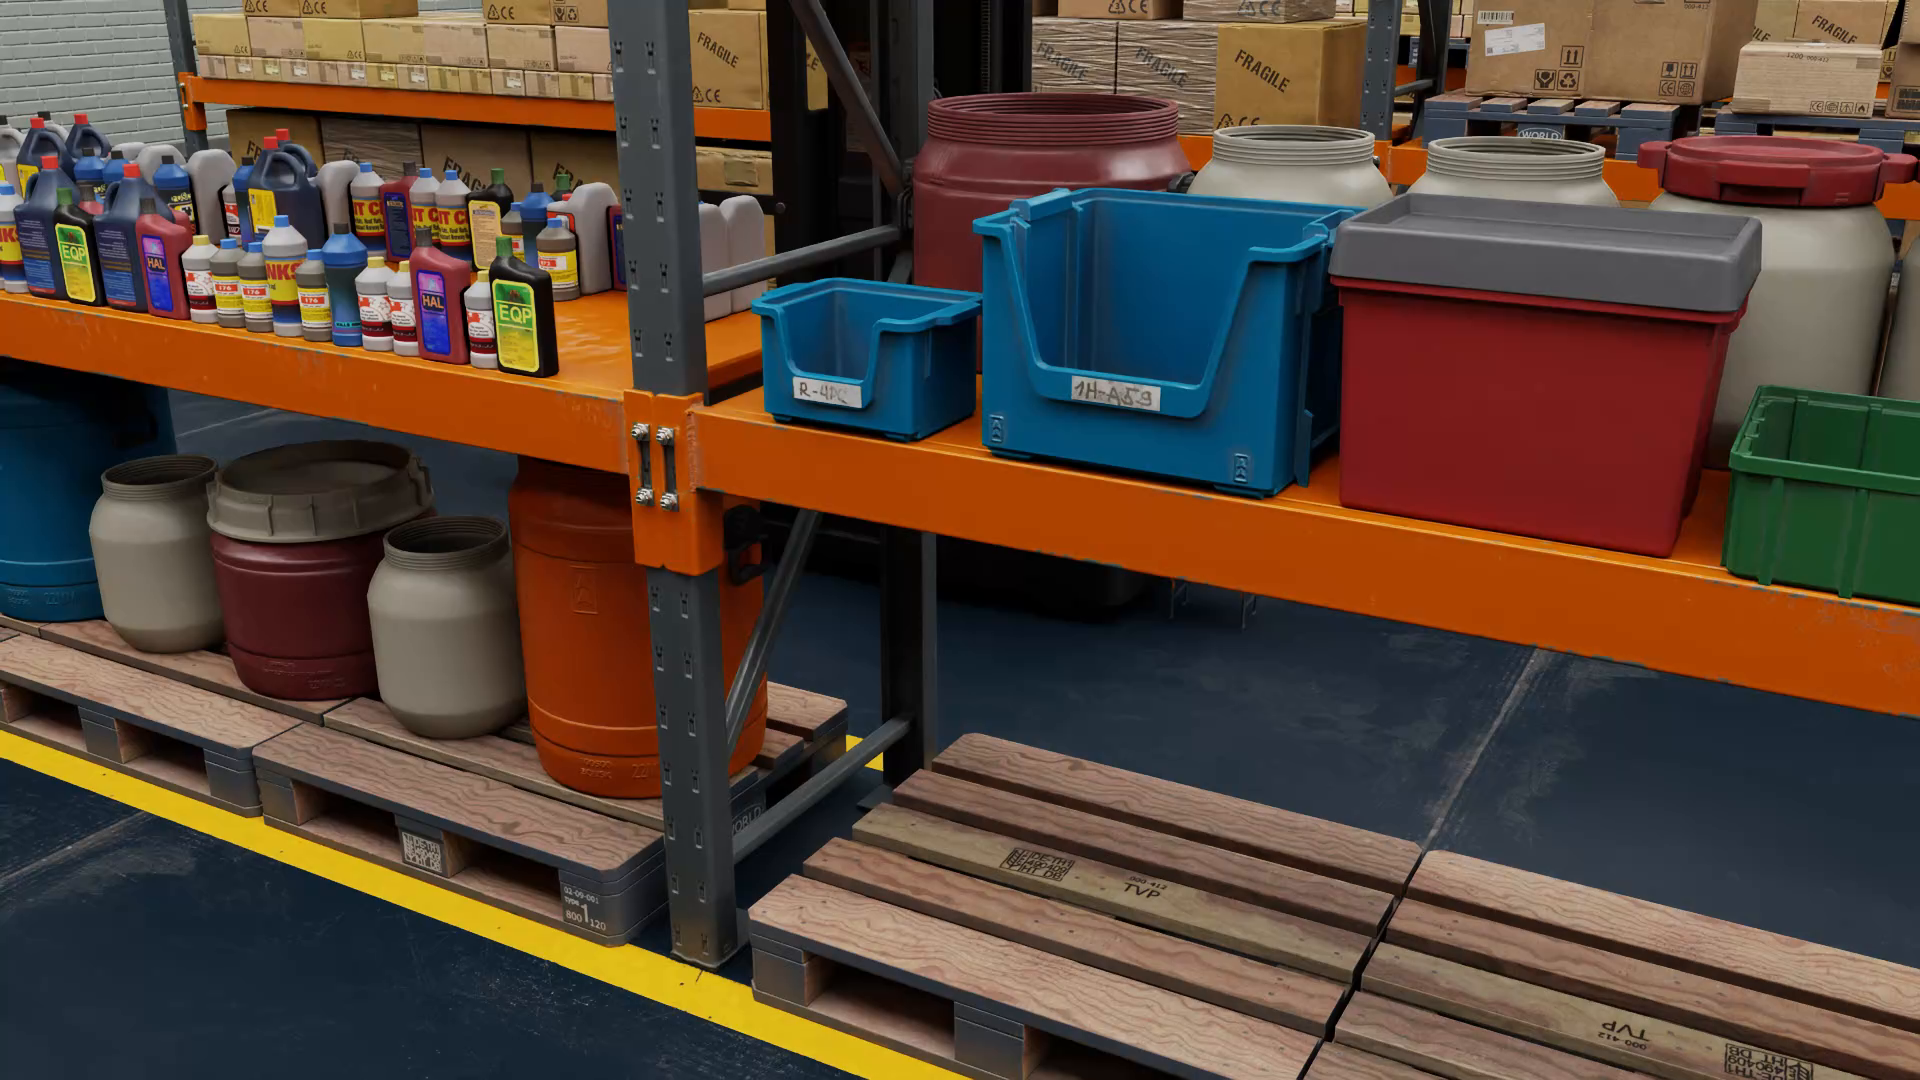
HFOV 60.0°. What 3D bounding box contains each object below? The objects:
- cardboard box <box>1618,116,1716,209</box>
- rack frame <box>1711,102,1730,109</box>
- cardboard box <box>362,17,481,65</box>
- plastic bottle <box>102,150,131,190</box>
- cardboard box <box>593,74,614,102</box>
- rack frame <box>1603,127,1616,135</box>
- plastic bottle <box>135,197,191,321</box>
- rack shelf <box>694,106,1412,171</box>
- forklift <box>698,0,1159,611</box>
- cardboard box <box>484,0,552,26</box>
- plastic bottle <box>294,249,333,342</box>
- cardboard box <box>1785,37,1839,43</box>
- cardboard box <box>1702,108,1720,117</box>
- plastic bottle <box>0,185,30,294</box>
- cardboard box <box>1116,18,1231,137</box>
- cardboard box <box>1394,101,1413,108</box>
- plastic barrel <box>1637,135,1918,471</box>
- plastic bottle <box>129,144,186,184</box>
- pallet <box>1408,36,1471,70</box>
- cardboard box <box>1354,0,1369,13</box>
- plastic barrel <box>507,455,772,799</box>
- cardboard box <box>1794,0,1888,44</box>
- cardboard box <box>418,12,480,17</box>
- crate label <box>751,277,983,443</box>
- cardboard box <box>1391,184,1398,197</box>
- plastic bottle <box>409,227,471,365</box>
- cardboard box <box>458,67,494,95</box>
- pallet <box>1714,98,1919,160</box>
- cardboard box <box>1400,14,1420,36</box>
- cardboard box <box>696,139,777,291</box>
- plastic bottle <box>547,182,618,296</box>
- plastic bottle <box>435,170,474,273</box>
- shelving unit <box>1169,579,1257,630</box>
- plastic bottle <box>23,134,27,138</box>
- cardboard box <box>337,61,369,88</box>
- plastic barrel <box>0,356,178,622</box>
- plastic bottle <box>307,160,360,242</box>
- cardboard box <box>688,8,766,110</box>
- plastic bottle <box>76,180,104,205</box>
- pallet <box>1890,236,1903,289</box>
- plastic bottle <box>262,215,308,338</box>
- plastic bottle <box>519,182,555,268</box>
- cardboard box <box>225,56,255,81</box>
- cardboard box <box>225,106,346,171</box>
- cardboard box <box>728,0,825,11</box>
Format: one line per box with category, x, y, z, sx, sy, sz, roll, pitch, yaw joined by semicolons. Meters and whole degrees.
cardboard box;5.055;-2.550;11.678;0.750;0.750;1.050;10;22;27
rack frame;9.311;-6.507;19.904;0.127;3.000;1.000;11;23;27
cardboard box;-3.284;-3.063;10.195;0.500;0.250;0.500;10;22;26
plastic bottle;-2.513;-1.032;4.999;0.097;0.271;0.097;0;20;0
cardboard box;-1.858;-2.578;9.443;0.250;0.149;0.380;11;23;28
rack frame;4.567;-3.538;11.719;0.127;3.000;1.000;11;23;27
plastic bottle;-1.914;-0.679;4.010;0.133;0.283;0.061;11;23;27
rack shelf;0.314;-2.073;8.735;4.000;0.370;1.077;11;23;27
forklift;-0.551;-1.482;6.153;3.031;2.935;1.130;11;23;27
cardboard box;-2.399;-3.247;9.600;0.500;0.500;0.500;11;23;28
plastic bottle;-1.465;-0.562;3.807;0.097;0.201;0.097;0;20;0
cardboard box;3.648;-2.015;7.104;0.258;0.266;0.396;10;22;26
cardboard box;7.382;-3.893;15.938;0.625;0.372;0.950;9;22;24
plastic bottle;-2.445;-0.782;4.310;0.097;0.271;0.097;0;20;0
cardboard box;1.076;-2.218;7.934;0.500;0.500;0.500;11;22;27
cardboard box;3.215;-3.270;12.931;0.500;0.250;0.500;11;23;28
plastic barrel;1.390;-0.421;2.927;0.433;0.535;0.433;0;20;0
plastic bottle;-2.469;-1.074;5.110;0.135;0.276;0.152;11;23;27
pallet;3.893;-3.535;11.991;1.003;0.211;1.213;11;23;27
cardboard box;3.015;-3.874;11.963;0.250;0.149;0.380;11;22;27
plastic barrel;-0.791;0.143;4.139;0.708;0.830;0.600;11;23;27
cardboard box;5.713;-3.262;10.813;0.500;0.500;0.500;11;23;27
cardboard box;-3.484;-3.307;10.867;0.500;0.250;0.500;10;22;25
crate label;-0.170;-0.343;3.158;0.416;0.233;0.303;11;23;27
cardboard box;3.414;-2.679;12.402;0.500;0.500;0.500;12;23;29
plastic bottle;-1.118;-0.527;3.591;0.133;0.283;0.061;11;23;27
cardboard box;-2.756;-2.749;9.914;0.250;0.149;0.380;11;23;28
pallet;3.808;-1.671;6.854;1.213;0.211;1.003;11;23;27
cardboard box;3.256;-3.689;11.890;0.250;0.149;0.380;10;22;27
cardboard box;-0.863;-1.841;9.543;0.875;0.875;1.225;11;23;27
plastic bottle;-0.979;-0.790;4.327;0.135;0.276;0.152;11;23;27
plastic bottle;-1.385;-0.876;4.571;0.097;0.271;0.097;0;20;0
shelving unit;0.863;-0.247;5.482;0.252;1.050;0.215;7;17;22
plastic bottle;-3.027;-1.180;5.402;0.135;0.276;0.152;11;23;27
cardboard box;-3.651;-2.920;10.385;0.250;0.149;0.380;11;22;27
plastic barrel;-2.762;-0.267;5.162;0.708;0.901;0.600;11;23;27
plastic bottle;-1.786;-0.944;4.751;0.135;0.276;0.152;11;23;27
cardboard box;-1.152;-2.639;9.096;0.500;0.500;0.500;11;23;27
plastic bottle;-2.290;-0.808;4.384;0.097;0.271;0.097;0;20;0
pallet;6.280;-1.870;11.211;1.213;0.211;1.003;11;23;27
plastic bottle;-1.550;-0.611;3.840;0.097;0.271;0.097;0;20;0
plastic bottle;-1.097;-0.798;4.354;0.097;0.271;0.097;0;20;0
cardboard box;-4.550;-3.091;10.856;0.250;0.149;0.380;10;22;27
cardboard box;-4.326;-2.525;11.426;0.875;0.875;0.875;11;23;27
cardboard box;-0.870;-3.158;9.055;0.637;0.503;0.797;10;22;26
